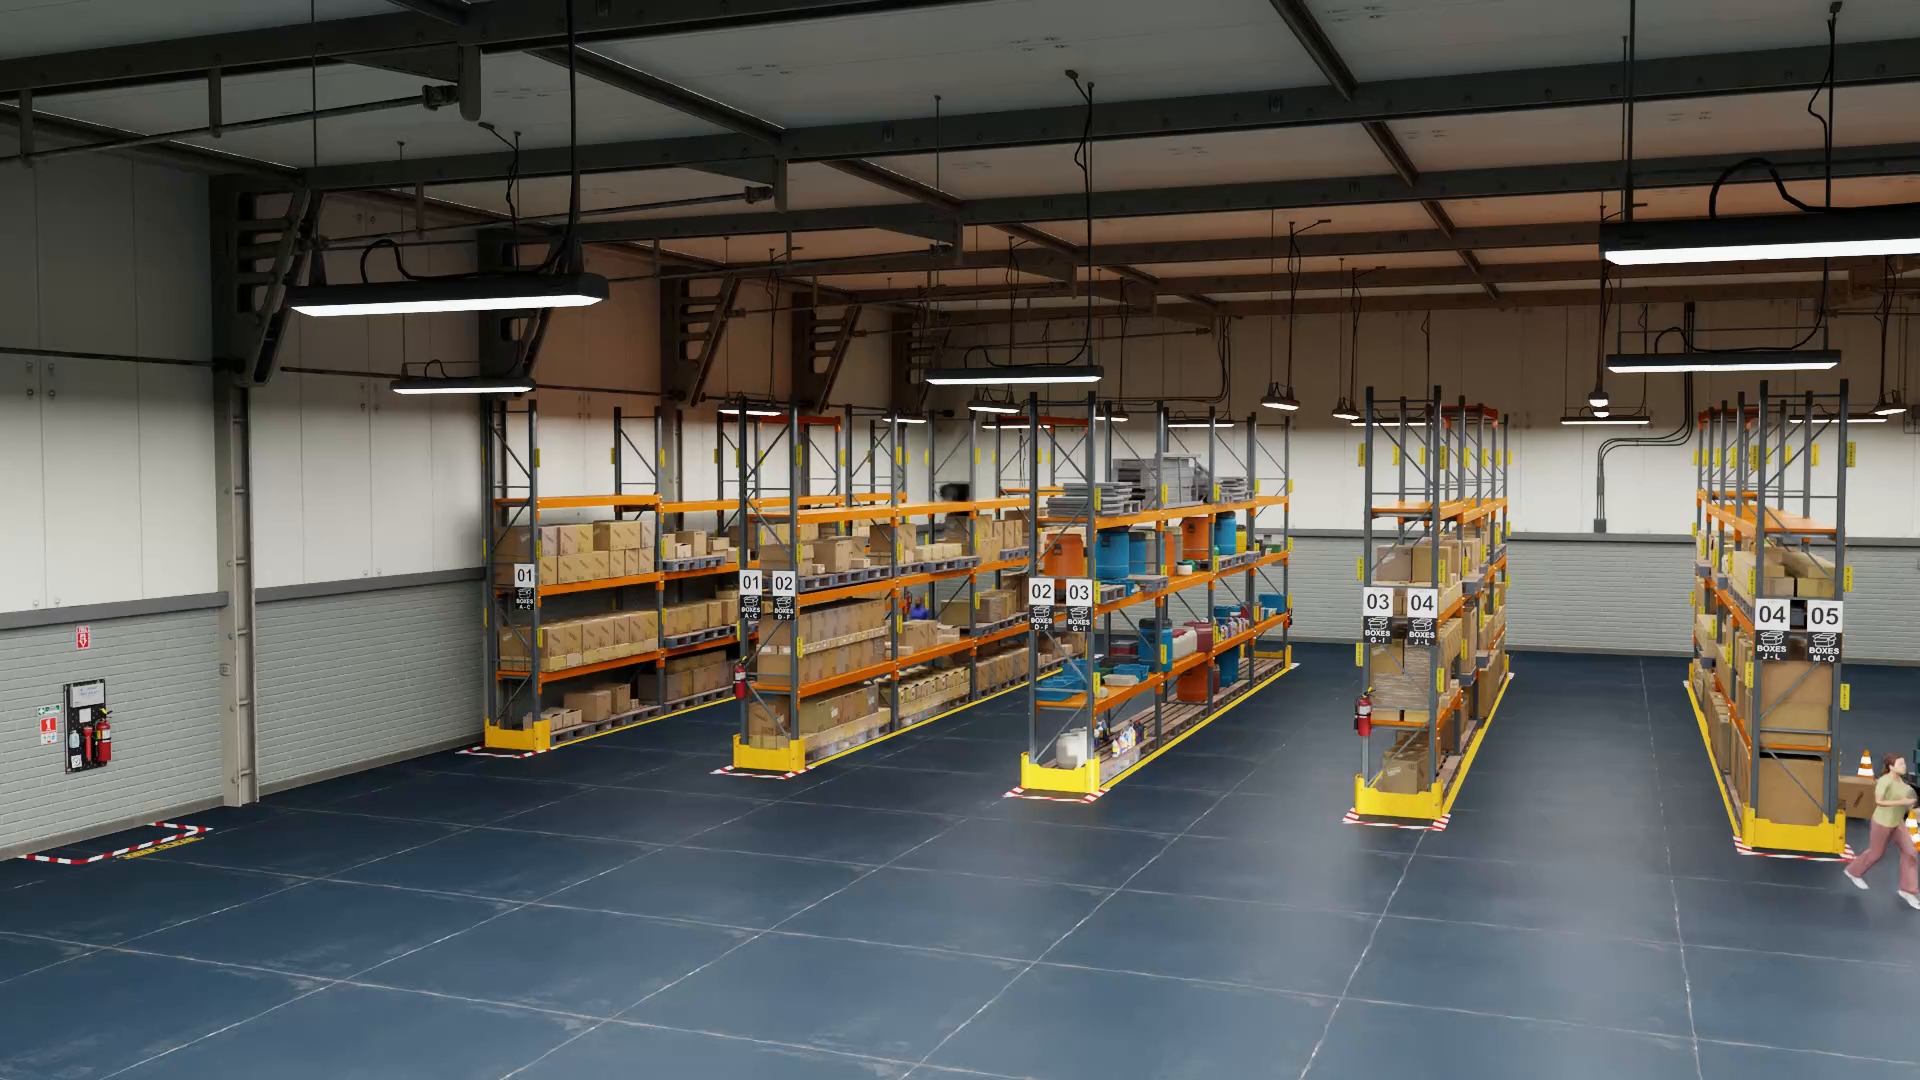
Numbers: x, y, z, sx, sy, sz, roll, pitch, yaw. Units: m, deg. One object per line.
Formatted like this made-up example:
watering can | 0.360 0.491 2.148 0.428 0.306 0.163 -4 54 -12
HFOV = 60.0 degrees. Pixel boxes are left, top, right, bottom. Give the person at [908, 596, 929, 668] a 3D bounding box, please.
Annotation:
person | -0.920 2.075 37.477 0.565 1.617 0.456 1 3 18

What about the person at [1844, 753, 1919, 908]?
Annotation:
person | 10.454 3.252 18.826 0.574 1.730 0.905 -1 3 -27
